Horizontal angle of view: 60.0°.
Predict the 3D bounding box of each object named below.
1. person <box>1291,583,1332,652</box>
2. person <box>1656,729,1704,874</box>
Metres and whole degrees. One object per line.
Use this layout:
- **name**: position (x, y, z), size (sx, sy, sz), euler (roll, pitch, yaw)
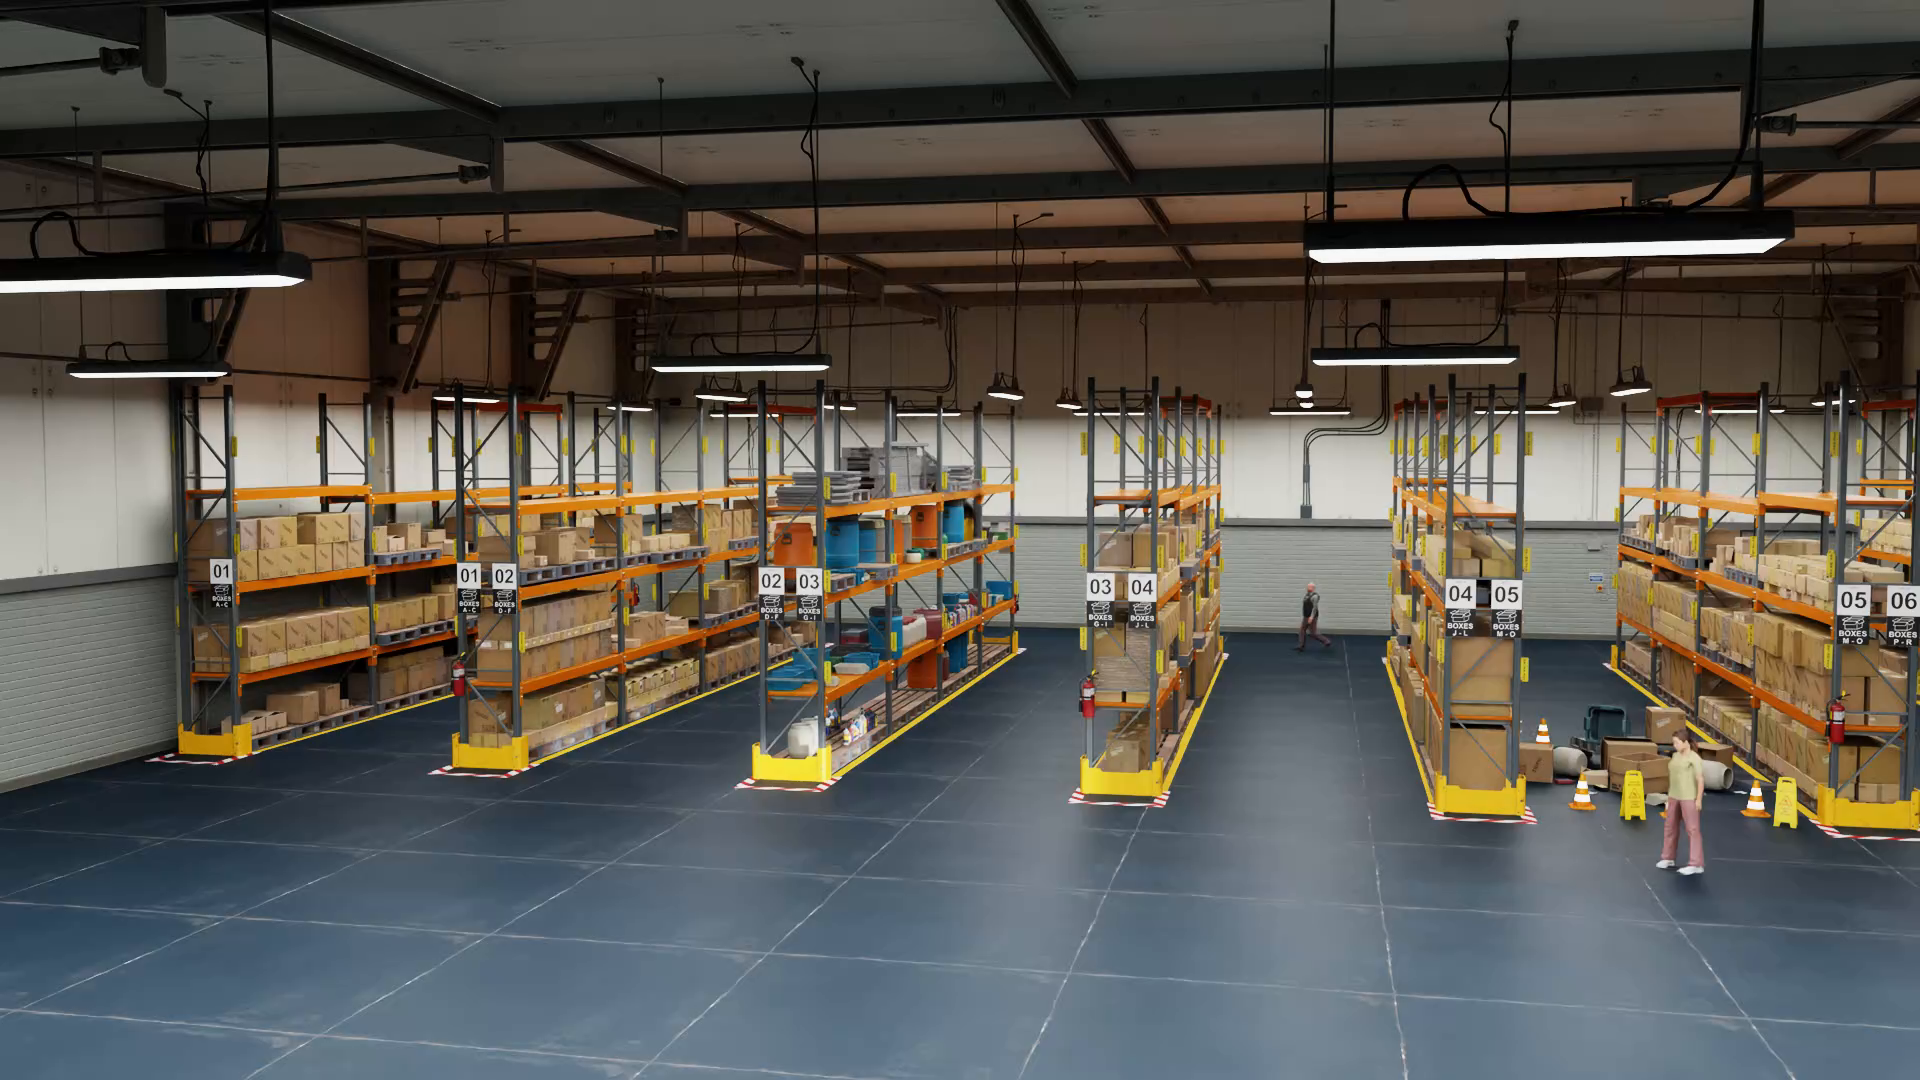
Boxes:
- **person**: position (8.558, 1.886, 40.503), size (0.948, 1.696, 0.565), euler (0, 3, -1)
- **person**: position (8.497, 3.060, 19.612), size (0.430, 1.674, 0.516), euler (-1, 3, -21)
